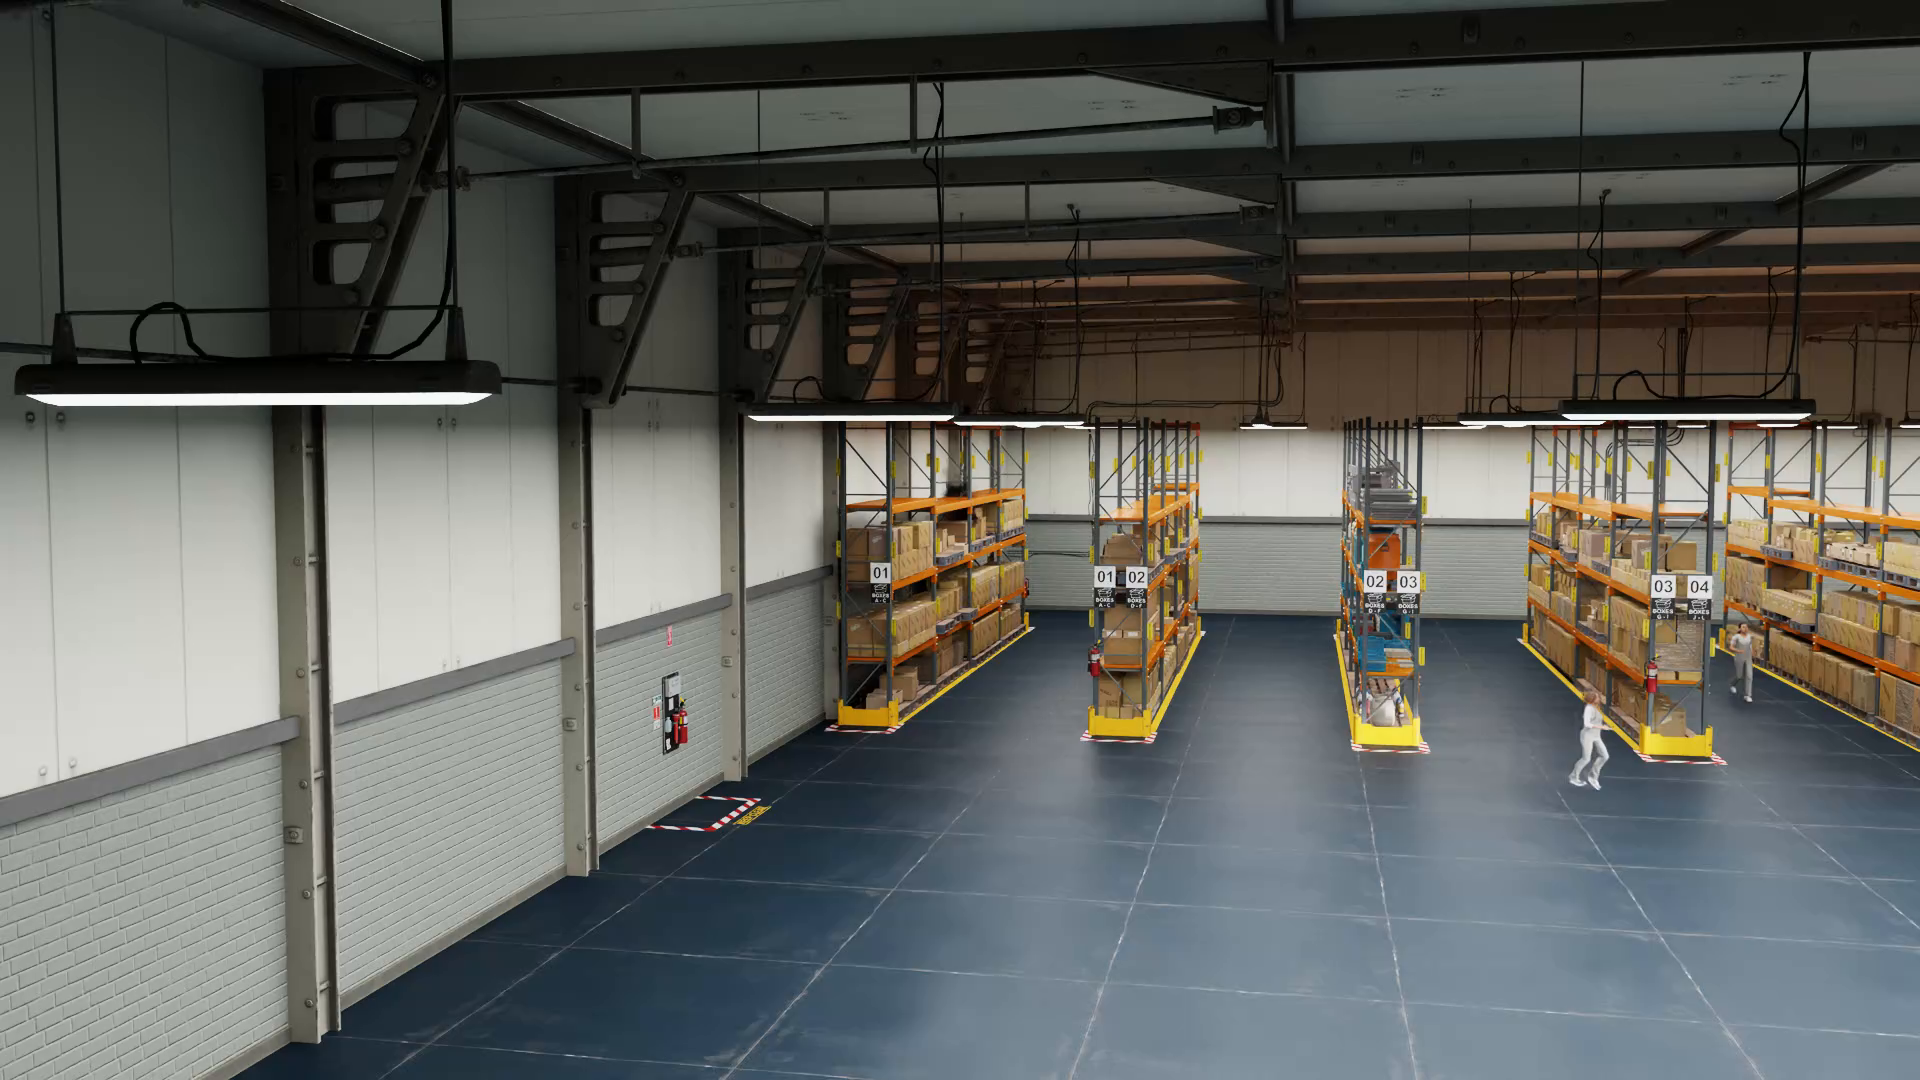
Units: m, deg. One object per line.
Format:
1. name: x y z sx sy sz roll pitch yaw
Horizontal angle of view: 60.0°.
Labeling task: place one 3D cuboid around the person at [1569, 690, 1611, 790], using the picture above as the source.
1. person: 10.093 3.204 26.591 0.675 1.615 0.532 3 5 43

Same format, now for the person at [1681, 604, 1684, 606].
1. person: 19.510 1.526 44.765 0.338 0.918 0.487 -2 4 -23

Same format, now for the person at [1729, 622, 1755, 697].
1. person: 16.723 2.533 35.564 0.568 1.578 0.770 0 4 2
